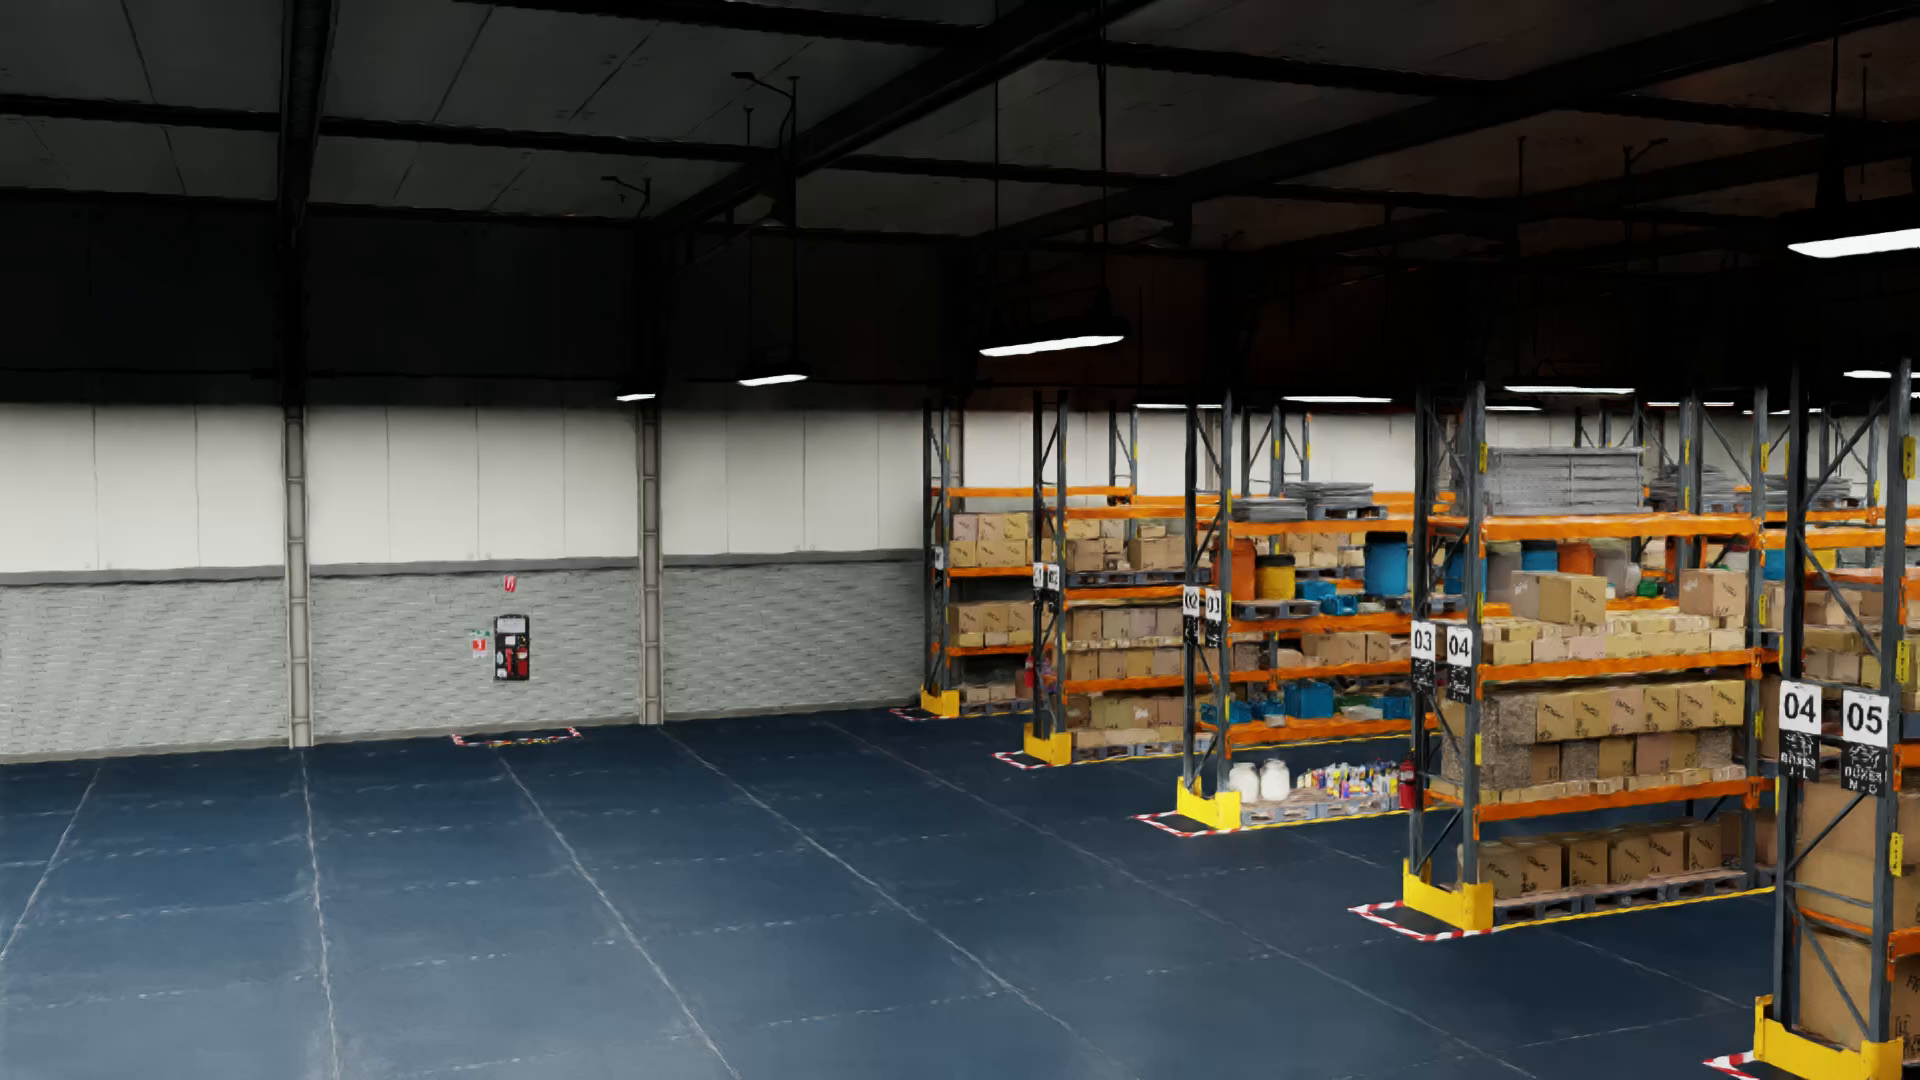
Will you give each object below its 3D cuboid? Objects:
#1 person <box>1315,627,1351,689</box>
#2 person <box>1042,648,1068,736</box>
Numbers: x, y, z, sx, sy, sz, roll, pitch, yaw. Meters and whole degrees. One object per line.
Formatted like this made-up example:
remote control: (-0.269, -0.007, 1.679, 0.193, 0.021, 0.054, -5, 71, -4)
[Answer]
person: (7.310, 2.400, 32.800, 1.119, 1.649, 0.543, -2, 4, -25)
person: (1.684, 2.661, 29.360, 0.782, 1.527, 0.562, -3, 4, -40)
